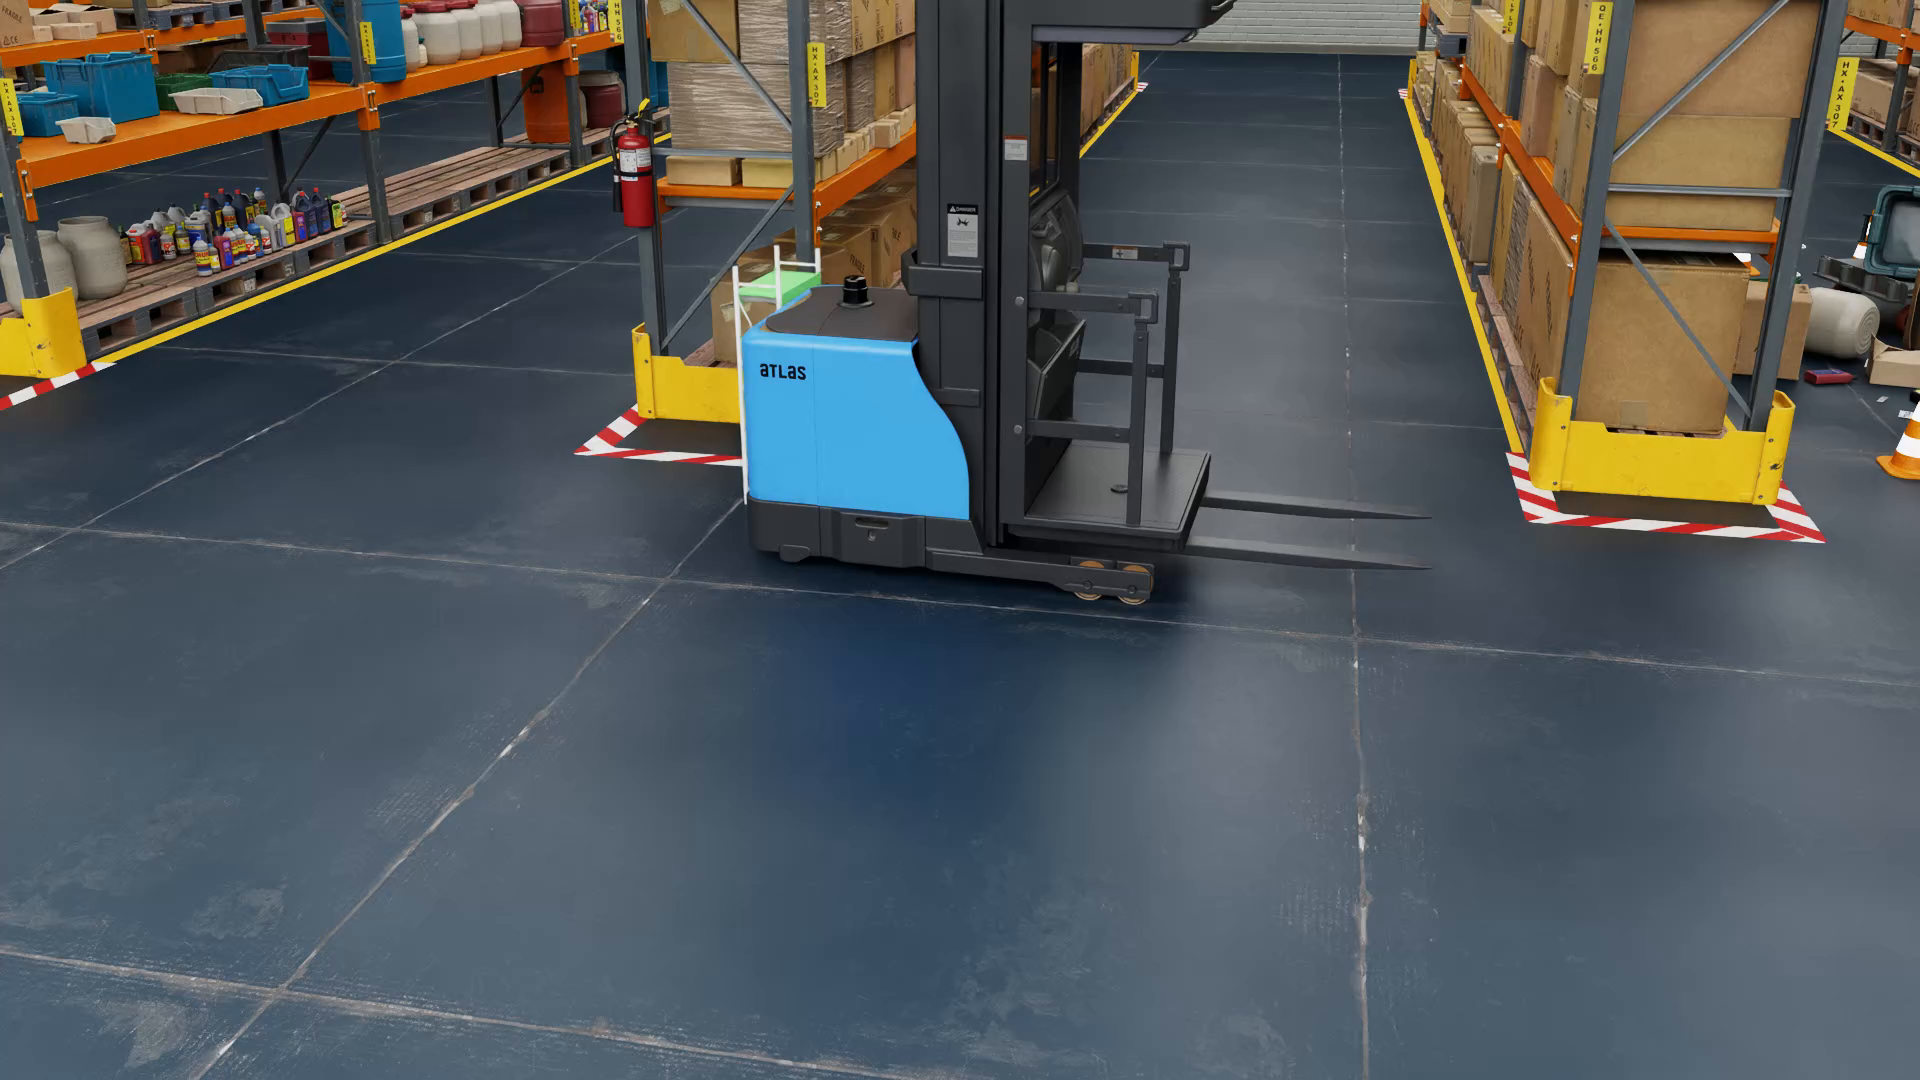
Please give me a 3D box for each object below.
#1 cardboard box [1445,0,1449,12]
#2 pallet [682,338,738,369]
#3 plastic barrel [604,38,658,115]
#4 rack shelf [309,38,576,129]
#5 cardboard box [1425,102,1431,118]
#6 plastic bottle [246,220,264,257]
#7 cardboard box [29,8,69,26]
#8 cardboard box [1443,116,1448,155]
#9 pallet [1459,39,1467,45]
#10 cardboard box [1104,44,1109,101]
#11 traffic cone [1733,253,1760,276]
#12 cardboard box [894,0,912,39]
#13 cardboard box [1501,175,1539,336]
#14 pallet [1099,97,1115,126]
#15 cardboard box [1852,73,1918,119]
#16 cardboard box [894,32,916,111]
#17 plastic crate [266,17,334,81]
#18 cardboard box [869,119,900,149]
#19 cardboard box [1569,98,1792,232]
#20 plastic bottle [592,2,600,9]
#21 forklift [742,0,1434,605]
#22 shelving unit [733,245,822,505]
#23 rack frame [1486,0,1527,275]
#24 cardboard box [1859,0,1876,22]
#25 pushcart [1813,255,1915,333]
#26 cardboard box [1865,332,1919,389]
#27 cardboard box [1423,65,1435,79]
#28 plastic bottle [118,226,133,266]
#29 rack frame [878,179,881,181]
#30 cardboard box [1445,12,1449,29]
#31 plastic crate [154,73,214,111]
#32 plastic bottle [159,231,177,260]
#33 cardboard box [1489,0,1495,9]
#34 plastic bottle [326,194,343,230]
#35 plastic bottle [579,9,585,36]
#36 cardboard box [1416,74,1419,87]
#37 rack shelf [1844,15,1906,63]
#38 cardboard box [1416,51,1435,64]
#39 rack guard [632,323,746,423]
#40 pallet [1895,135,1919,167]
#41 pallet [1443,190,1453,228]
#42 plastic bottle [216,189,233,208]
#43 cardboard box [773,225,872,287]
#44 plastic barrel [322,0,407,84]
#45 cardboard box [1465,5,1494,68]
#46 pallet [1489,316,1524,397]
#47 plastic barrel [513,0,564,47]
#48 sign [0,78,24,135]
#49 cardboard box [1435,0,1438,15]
[{"bbox_3d":[4.937,-5.229,16.197,0.380,0.149,0.250,5,22,12],"label":"cardboard box"},{"bbox_3d":[-1.074,-1.121,10.354,1.003,0.211,1.213,4,22,11],"label":"pallet"},{"bbox_3d":[-3.962,-5.623,20.047,0.600,0.901,0.708,4,22,11],"label":"plastic barrel"},{"bbox_3d":[-4.914,-4.330,15.554,1.077,0.370,4.000,4,22,11],"label":"rack shelf"},{"bbox_3d":[5.741,-5.108,19.774,0.380,0.149,0.250,5,22,12],"label":"cardboard box"},{"bbox_3d":[-5.332,-2.284,12.572,0.097,0.271,0.097,0,22,0],"label":"plastic bottle"},{"bbox_3d":[-9.726,-5.421,17.417,0.500,0.311,0.500,4,22,10],"label":"cardboard box"},{"bbox_3d":[5.166,-4.088,16.774,0.500,0.500,0.500,5,23,13],"label":"cardboard box"},{"bbox_3d":[5.542,-5.241,17.108,1.003,0.211,1.213,4,22,11],"label":"pallet"},{"bbox_3d":[1.372,-5.925,20.833,0.875,0.875,0.875,4,22,11],"label":"cardboard box"},{"bbox_3d":[6.114,-2.339,13.041,0.336,0.463,0.334,4,22,11],"label":"traffic cone"},{"bbox_3d":[-0.605,-3.469,10.582,0.500,0.500,0.500,4,22,11],"label":"cardboard box"},{"bbox_3d":[3.985,-1.795,10.576,0.875,0.875,0.875,5,22,11],"label":"cardboard box"},{"bbox_3d":[1.391,-5.459,21.127,1.003,0.211,1.213,4,22,11],"label":"pallet"},{"bbox_3d":[11.276,-5.281,19.817,0.875,0.438,0.875,4,22,9],"label":"cardboard box"},{"bbox_3d":[-0.766,-3.209,11.274,0.875,0.500,0.500,4,22,11],"label":"cardboard box"},{"bbox_3d":[-5.523,-4.163,14.089,0.402,0.464,0.583,4,22,11],"label":"plastic crate"},{"bbox_3d":[-0.597,-2.603,10.638,0.380,0.149,0.250,4,22,11],"label":"cardboard box"},{"bbox_3d":[3.577,-1.886,8.320,0.875,0.550,0.550,4,22,11],"label":"cardboard box"},{"bbox_3d":[-4.267,-6.200,19.498,0.097,0.201,0.097,0,22,0],"label":"plastic bottle"},{"bbox_3d":[0.605,-1.301,7.160,3.031,2.935,1.130,6,23,14],"label":"forklift"},{"bbox_3d":[-0.883,-0.809,8.257,0.258,1.200,0.503,7,23,16],"label":"shelving unit"},{"bbox_3d":[4.362,-3.140,11.635,1.000,3.000,0.127,4,22,11],"label":"rack frame"},{"bbox_3d":[10.893,-6.334,19.433,0.500,0.500,0.500,4,22,10],"label":"cardboard box"},{"bbox_3d":[6.986,-1.739,11.666,1.648,0.377,0.936,-3,22,-8],"label":"pushcart"},{"bbox_3d":[5.814,-1.103,10.236,0.396,0.266,0.258,8,23,20],"label":"cardboard box"},{"bbox_3d":[6.006,-5.847,20.813,0.380,0.149,0.250,4,22,9],"label":"cardboard box"},{"bbox_3d":[-6.187,-2.163,12.256,0.061,0.283,0.133,5,22,12],"label":"plastic bottle"},{"bbox_3d":[-0.473,-3.555,12.665,1.000,3.000,0.127,4,22,11],"label":"rack frame"},{"bbox_3d":[4.881,-4.987,15.996,0.380,0.149,0.250,4,22,11],"label":"cardboard box"},{"bbox_3d":[-5.875,-3.359,12.463,0.450,0.188,0.662,4,22,11],"label":"plastic crate"},{"bbox_3d":[-5.960,-2.219,12.505,0.097,0.201,0.097,0,22,0],"label":"plastic bottle"},{"bbox_3d":[5.076,-4.950,14.656,0.700,0.500,0.500,4,22,11],"label":"cardboard box"},{"bbox_3d":[-5.097,-2.676,13.529,0.061,0.283,0.133,6,23,14],"label":"plastic bottle"},{"bbox_3d":[-4.051,-5.510,17.691,0.097,0.271,0.097,0,22,0],"label":"plastic bottle"},{"bbox_3d":[6.390,-6.234,22.571,0.380,0.149,0.250,5,22,12],"label":"cardboard box"},{"bbox_3d":[11.269,-6.123,20.005,1.077,0.370,4.000,4,22,11],"label":"rack shelf"},{"bbox_3d":[6.371,-6.511,22.463,0.380,0.149,0.250,3,22,8],"label":"cardboard box"},{"bbox_3d":[-1.274,-0.960,9.569,1.175,0.500,0.348,4,22,11],"label":"rack guard"},{"bbox_3d":[10.777,-4.144,17.860,1.003,0.211,1.213,4,22,11],"label":"pallet"},{"bbox_3d":[4.943,-3.027,15.087,1.003,0.211,1.213,4,22,11],"label":"pallet"},{"bbox_3d":[-5.893,-2.644,13.361,0.144,0.351,0.185,5,22,12],"label":"plastic bottle"},{"bbox_3d":[-0.911,-1.803,11.100,0.500,0.500,0.500,7,23,16],"label":"cardboard box"},{"bbox_3d":[-4.947,-4.283,13.803,0.600,0.901,0.708,4,22,11],"label":"plastic barrel"},{"bbox_3d":[4.822,-4.506,14.892,0.500,0.500,0.500,5,22,12],"label":"cardboard box"},{"bbox_3d":[3.883,-1.127,10.369,1.003,0.211,1.213,4,22,11],"label":"pallet"},{"bbox_3d":[-4.304,-5.266,16.731,0.600,0.536,0.708,4,22,11],"label":"plastic barrel"},{"bbox_3d":[-5.601,-2.555,9.811,0.100,0.325,0.005,4,22,11],"label":"sign"},{"bbox_3d":[5.254,-5.657,17.659,0.380,0.149,0.250,3,22,9],"label":"cardboard box"}]
